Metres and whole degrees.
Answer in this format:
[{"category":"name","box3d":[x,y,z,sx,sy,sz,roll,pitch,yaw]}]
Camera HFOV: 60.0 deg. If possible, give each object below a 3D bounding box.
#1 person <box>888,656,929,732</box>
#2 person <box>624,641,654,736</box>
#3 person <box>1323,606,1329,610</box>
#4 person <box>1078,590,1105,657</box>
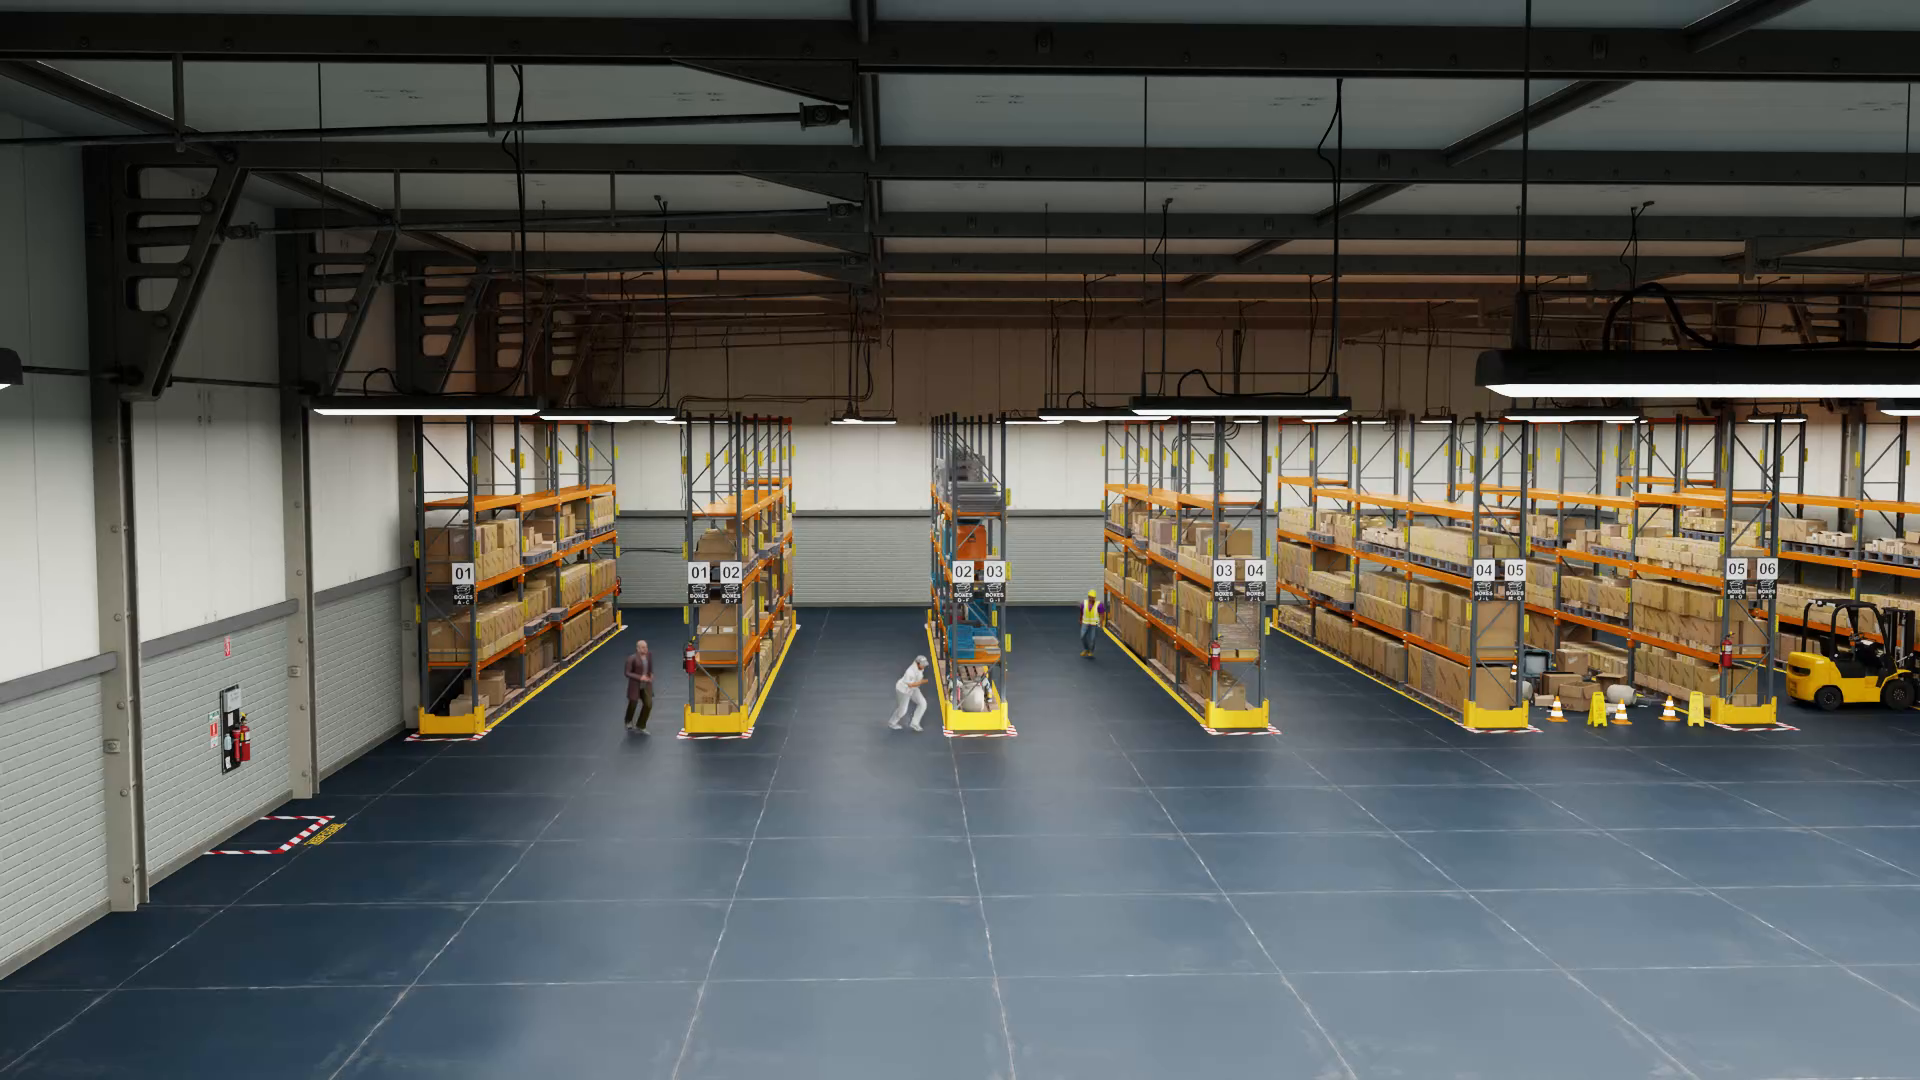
[{"category":"person","box3d":[-0.944,2.880,31.183,1.048,1.497,0.590,3,5,37]},{"category":"person","box3d":[-6.038,2.744,31.071,0.695,1.795,0.857,-3,5,-37]},{"category":"person","box3d":[10.814,1.600,48.345,0.620,1.689,0.828,-3,5,-39]},{"category":"person","box3d":[3.234,2.062,41.010,0.696,1.704,0.732,1,4,11]}]
